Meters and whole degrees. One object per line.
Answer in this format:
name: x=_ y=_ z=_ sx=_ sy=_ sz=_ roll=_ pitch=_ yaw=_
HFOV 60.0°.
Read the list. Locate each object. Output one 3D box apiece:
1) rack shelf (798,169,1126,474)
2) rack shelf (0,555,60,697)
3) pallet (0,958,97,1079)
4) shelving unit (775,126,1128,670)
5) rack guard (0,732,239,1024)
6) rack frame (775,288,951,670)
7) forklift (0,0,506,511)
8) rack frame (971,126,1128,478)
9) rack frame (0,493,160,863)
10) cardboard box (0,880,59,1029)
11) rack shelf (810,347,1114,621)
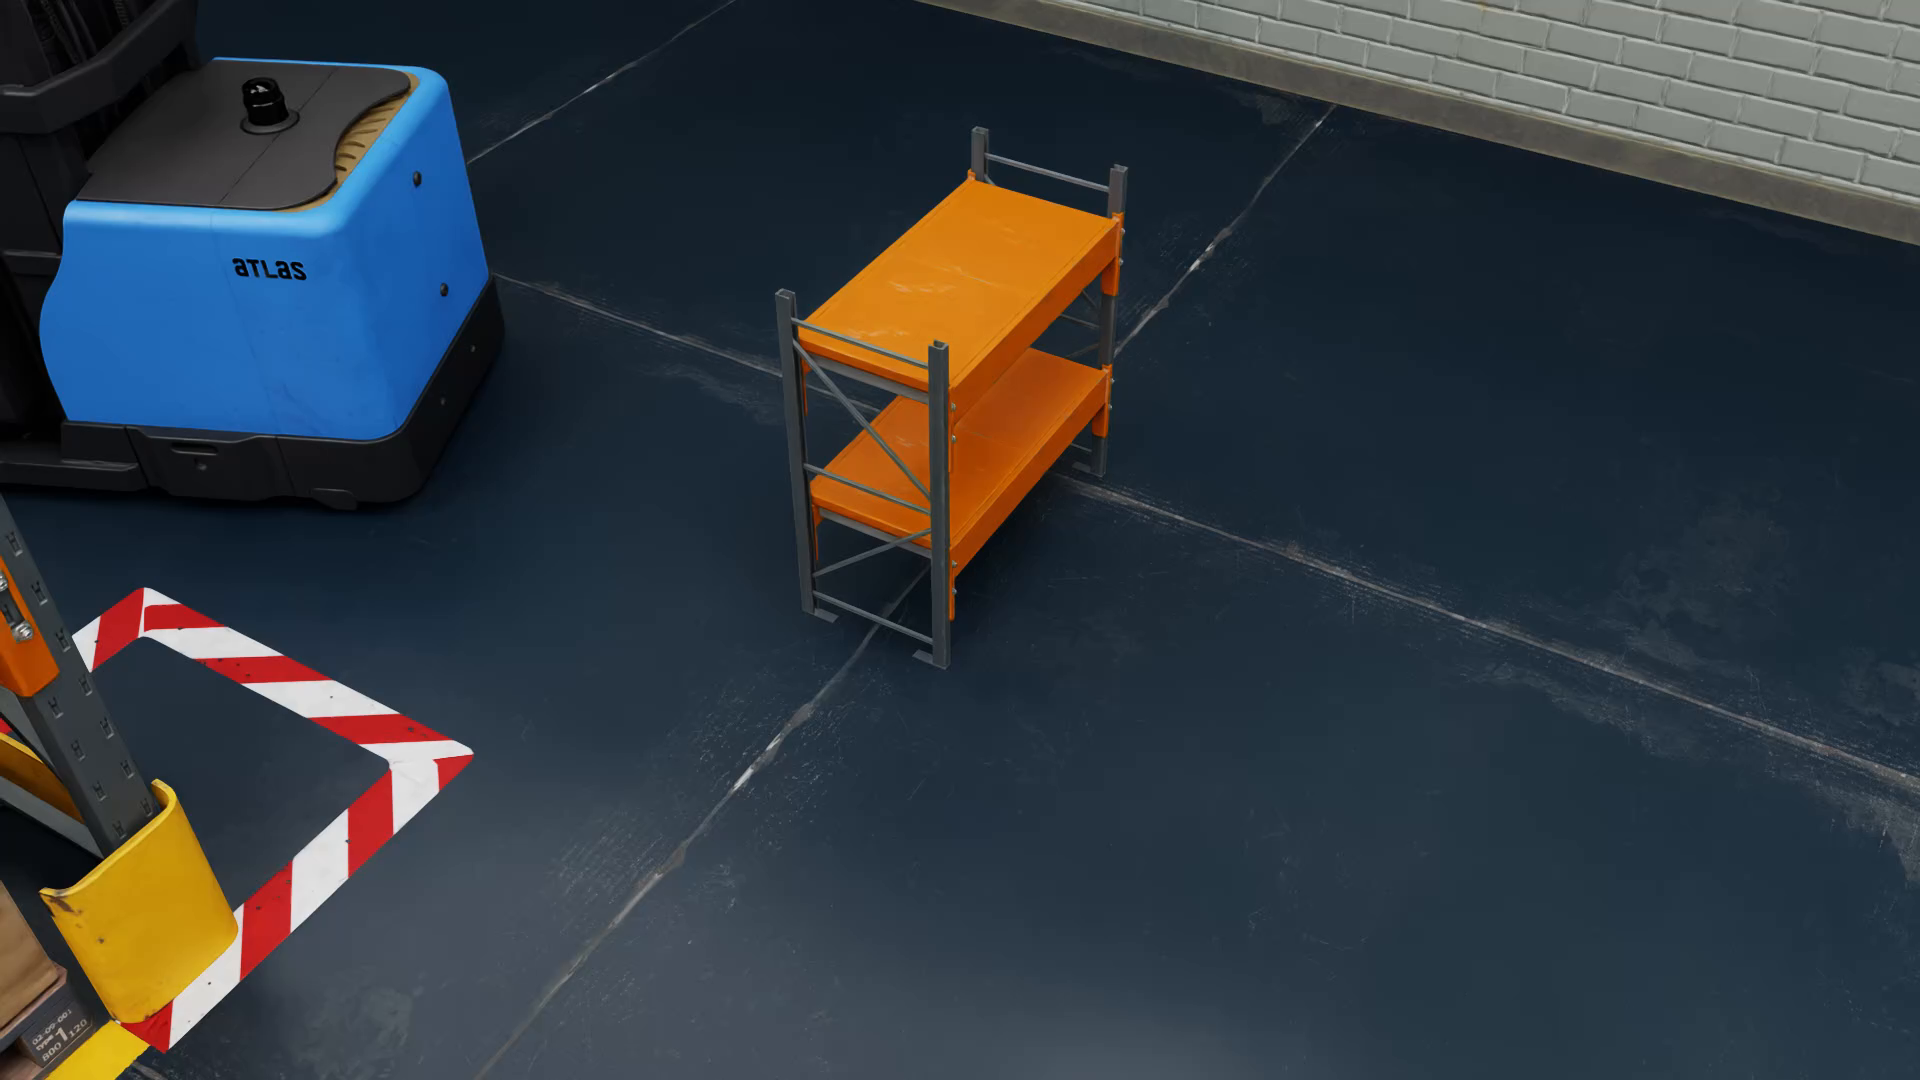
rack shelf: x=0.003 y=-0.646 z=4.689 sx=0.538 sy=0.278 sz=1.000 roll=21 pitch=45 yaw=22
rack shelf: x=-3.327 y=1.118 z=2.256 sx=1.077 sy=0.370 sz=4.000 roll=21 pitch=45 yaw=22
pallet: x=-2.763 y=1.250 z=3.671 sx=1.003 sy=0.211 sz=1.213 roll=21 pitch=45 yaw=22
shelving unit: x=0.003 y=-0.426 z=4.883 sx=0.538 sy=1.125 sz=1.048 roll=21 pitch=45 yaw=22
rack guard: x=-2.365 y=0.685 z=4.094 sx=1.175 sy=0.500 sz=0.348 roll=21 pitch=45 yaw=22
rack frame: x=-0.251 y=-0.135 z=4.552 sx=0.500 sy=1.125 sz=0.032 roll=21 pitch=45 yaw=22
forklift: x=-3.186 y=-1.608 z=4.859 sx=3.031 sy=2.935 sz=1.130 roll=4 pitch=42 yaw=5
rack frame: x=0.258 y=-0.717 z=5.213 sx=0.500 sy=1.125 sz=0.032 roll=21 pitch=45 yaw=22
rack frame: x=-2.327 y=-0.297 z=3.317 sx=1.000 sy=3.000 sz=0.127 roll=21 pitch=45 yaw=22
cardboard box: x=-2.385 y=0.869 z=3.552 sx=0.500 sy=0.500 sz=0.500 roll=21 pitch=45 yaw=22
rack shelf: x=0.003 y=-0.243 z=5.044 sx=0.538 sy=0.278 sz=1.000 roll=21 pitch=45 yaw=22
